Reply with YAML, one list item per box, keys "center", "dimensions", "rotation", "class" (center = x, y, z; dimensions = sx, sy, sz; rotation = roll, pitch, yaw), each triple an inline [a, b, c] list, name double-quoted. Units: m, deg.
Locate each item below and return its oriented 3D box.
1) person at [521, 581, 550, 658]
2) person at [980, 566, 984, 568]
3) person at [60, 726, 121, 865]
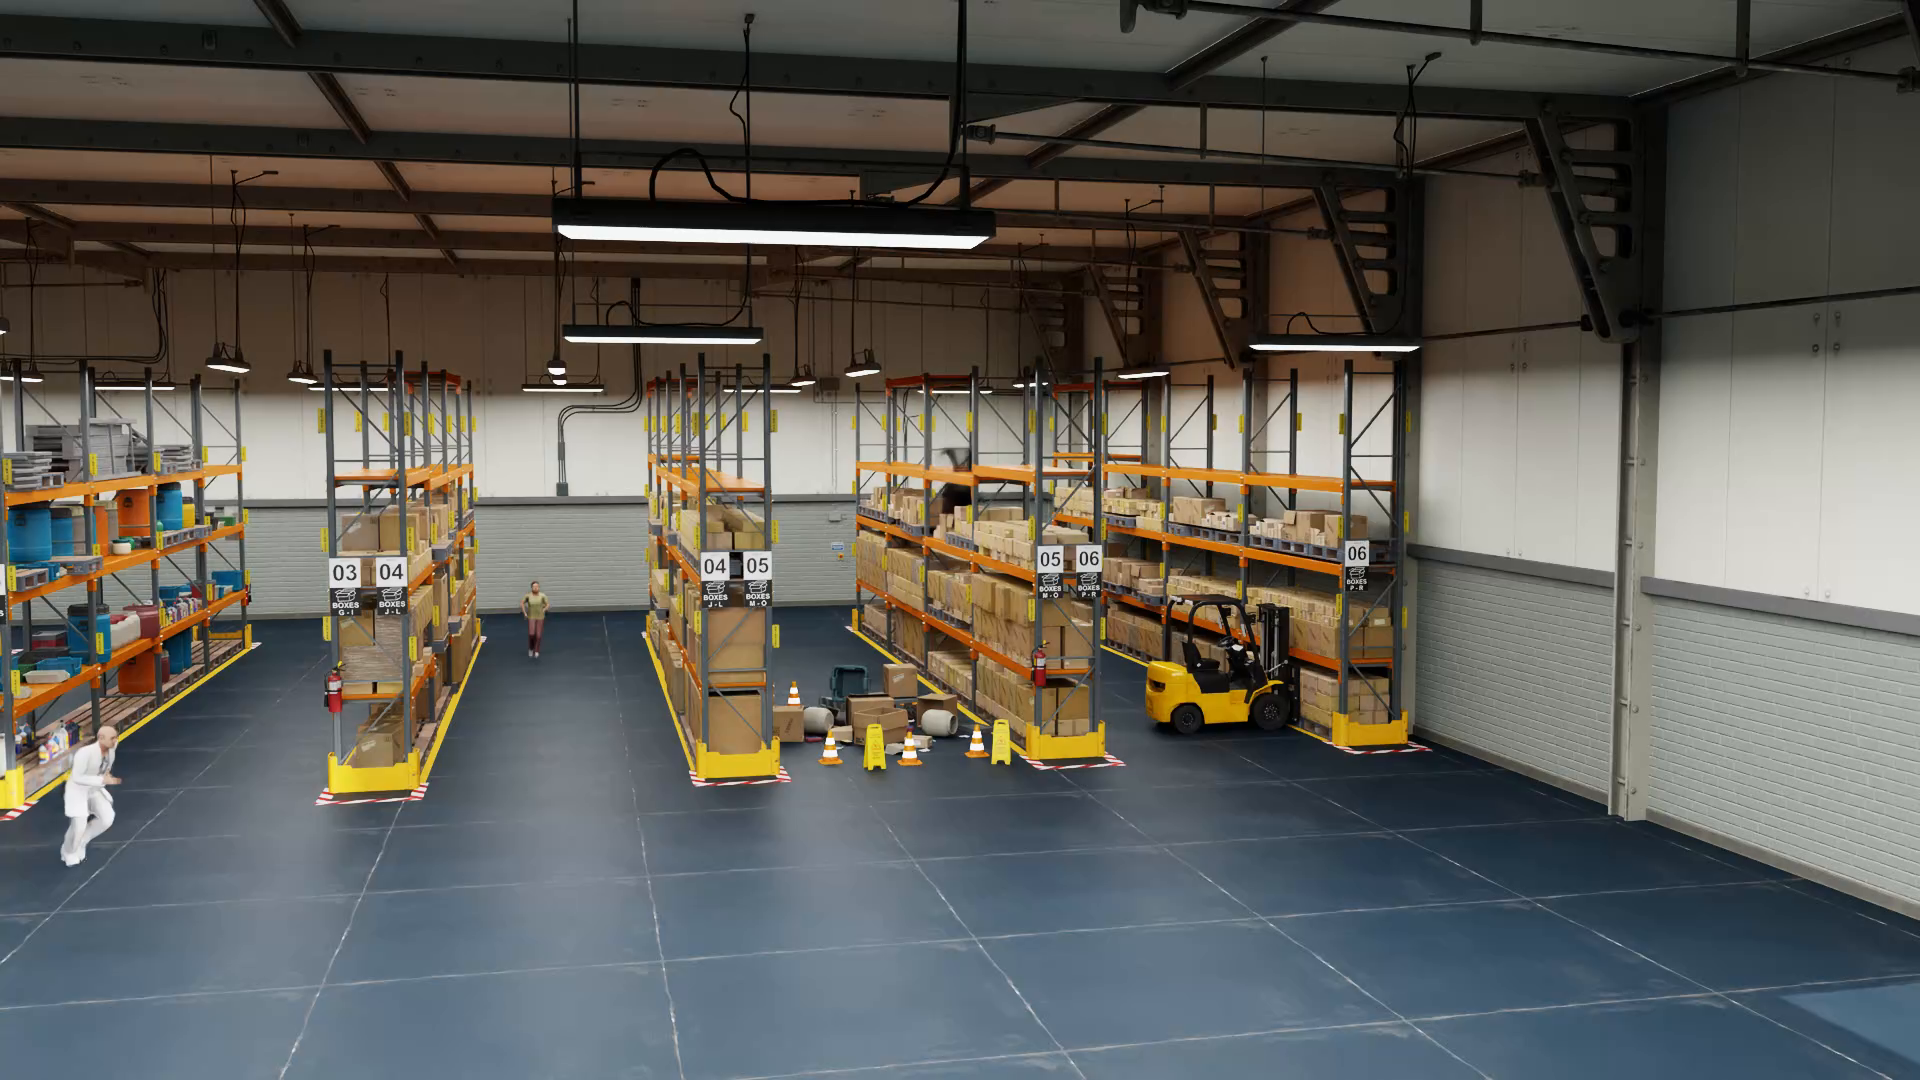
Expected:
- center: [-9.071, 1.701, 35.564]
  dimensions: [0.589, 1.647, 0.612]
  rotation: [-1, 4, -19]
  class: "person"
- center: [0.598, 1.424, 39.899]
  dimensions: [0.522, 1.624, 0.615]
  rotation: [3, 5, 33]
  class: "person"
- center: [-9.826, 2.884, 18.877]
  dimensions: [0.950, 1.602, 0.742]
  rotation: [1, 4, 18]
  class: "person"
